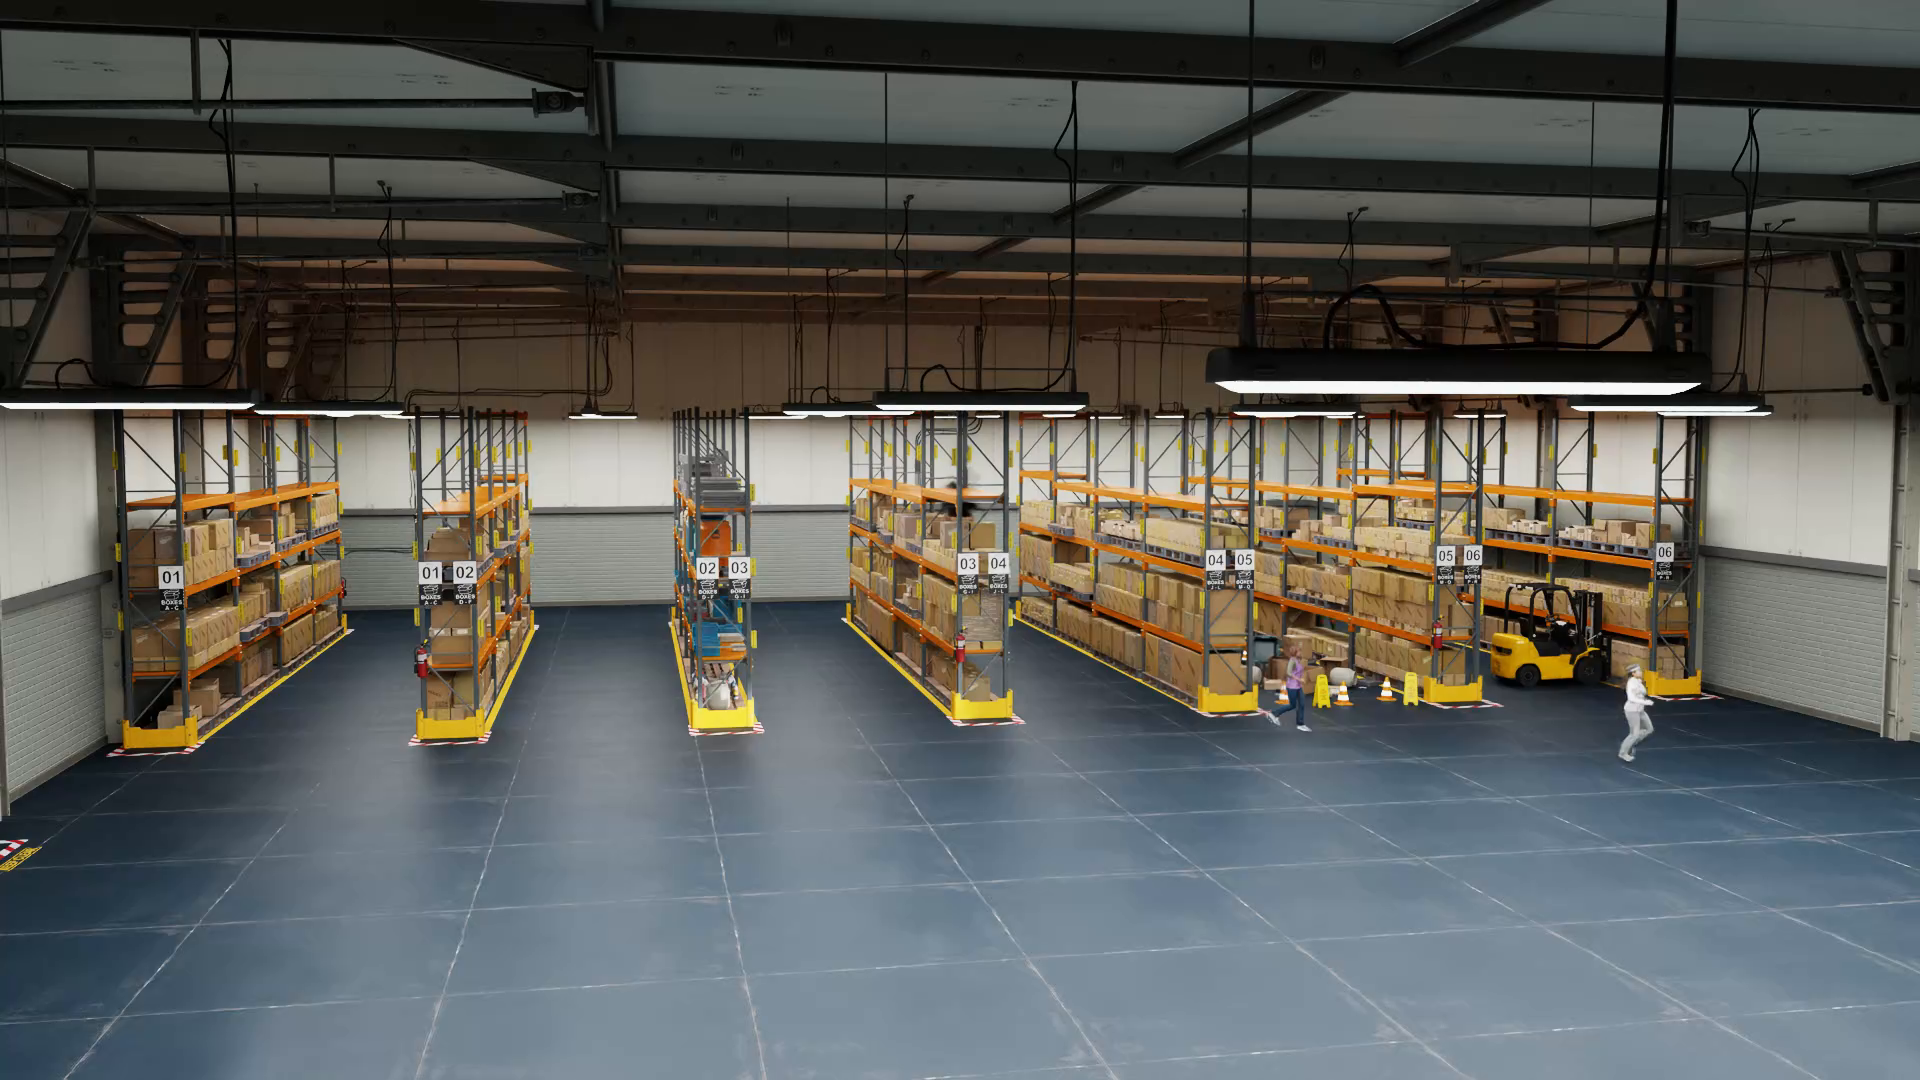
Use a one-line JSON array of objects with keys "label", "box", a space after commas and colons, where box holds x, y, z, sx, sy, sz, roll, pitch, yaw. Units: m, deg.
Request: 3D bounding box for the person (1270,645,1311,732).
[{"label": "person", "box": [6.143, 2.744, 30.841, 0.787, 1.592, 0.543, 2, 5, 28]}]

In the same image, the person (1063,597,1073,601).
[{"label": "person", "box": [3.332, 1.353, 49.716, 0.785, 1.691, 0.659, -4, 6, -43]}]

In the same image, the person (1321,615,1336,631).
[{"label": "person", "box": [9.785, 1.667, 44.302, 0.635, 1.835, 0.766, -1, 4, -15]}]

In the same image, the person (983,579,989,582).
[{"label": "person", "box": [0.681, 1.400, 49.432, 1.042, 1.568, 0.677, -2, 4, -24]}]

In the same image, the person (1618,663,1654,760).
[{"label": "person", "box": [11.406, 2.889, 28.014, 0.562, 1.663, 0.671, 3, 5, 35]}]
